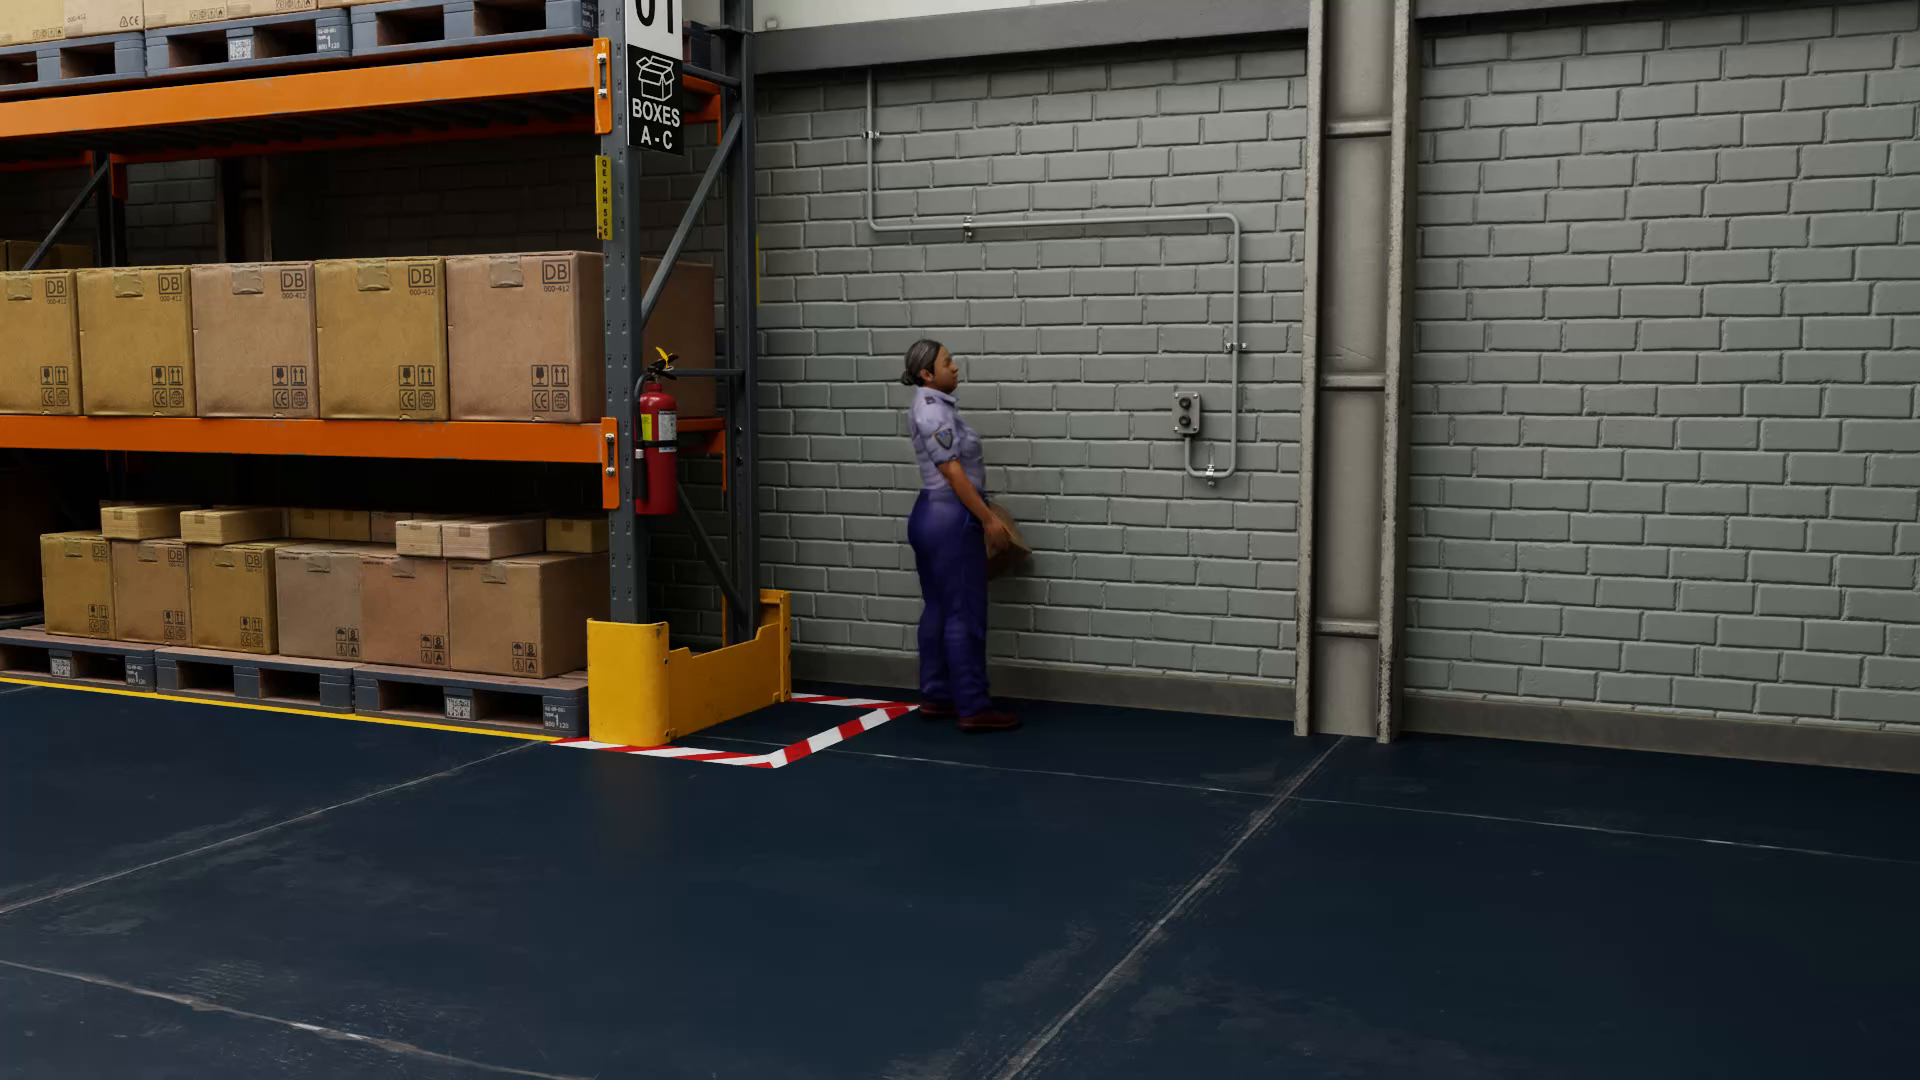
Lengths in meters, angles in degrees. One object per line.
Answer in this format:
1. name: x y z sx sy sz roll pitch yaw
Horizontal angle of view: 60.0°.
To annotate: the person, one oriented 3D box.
1. person: -0.003 -0.024 7.119 0.489 1.647 0.507 -1 6 -9
